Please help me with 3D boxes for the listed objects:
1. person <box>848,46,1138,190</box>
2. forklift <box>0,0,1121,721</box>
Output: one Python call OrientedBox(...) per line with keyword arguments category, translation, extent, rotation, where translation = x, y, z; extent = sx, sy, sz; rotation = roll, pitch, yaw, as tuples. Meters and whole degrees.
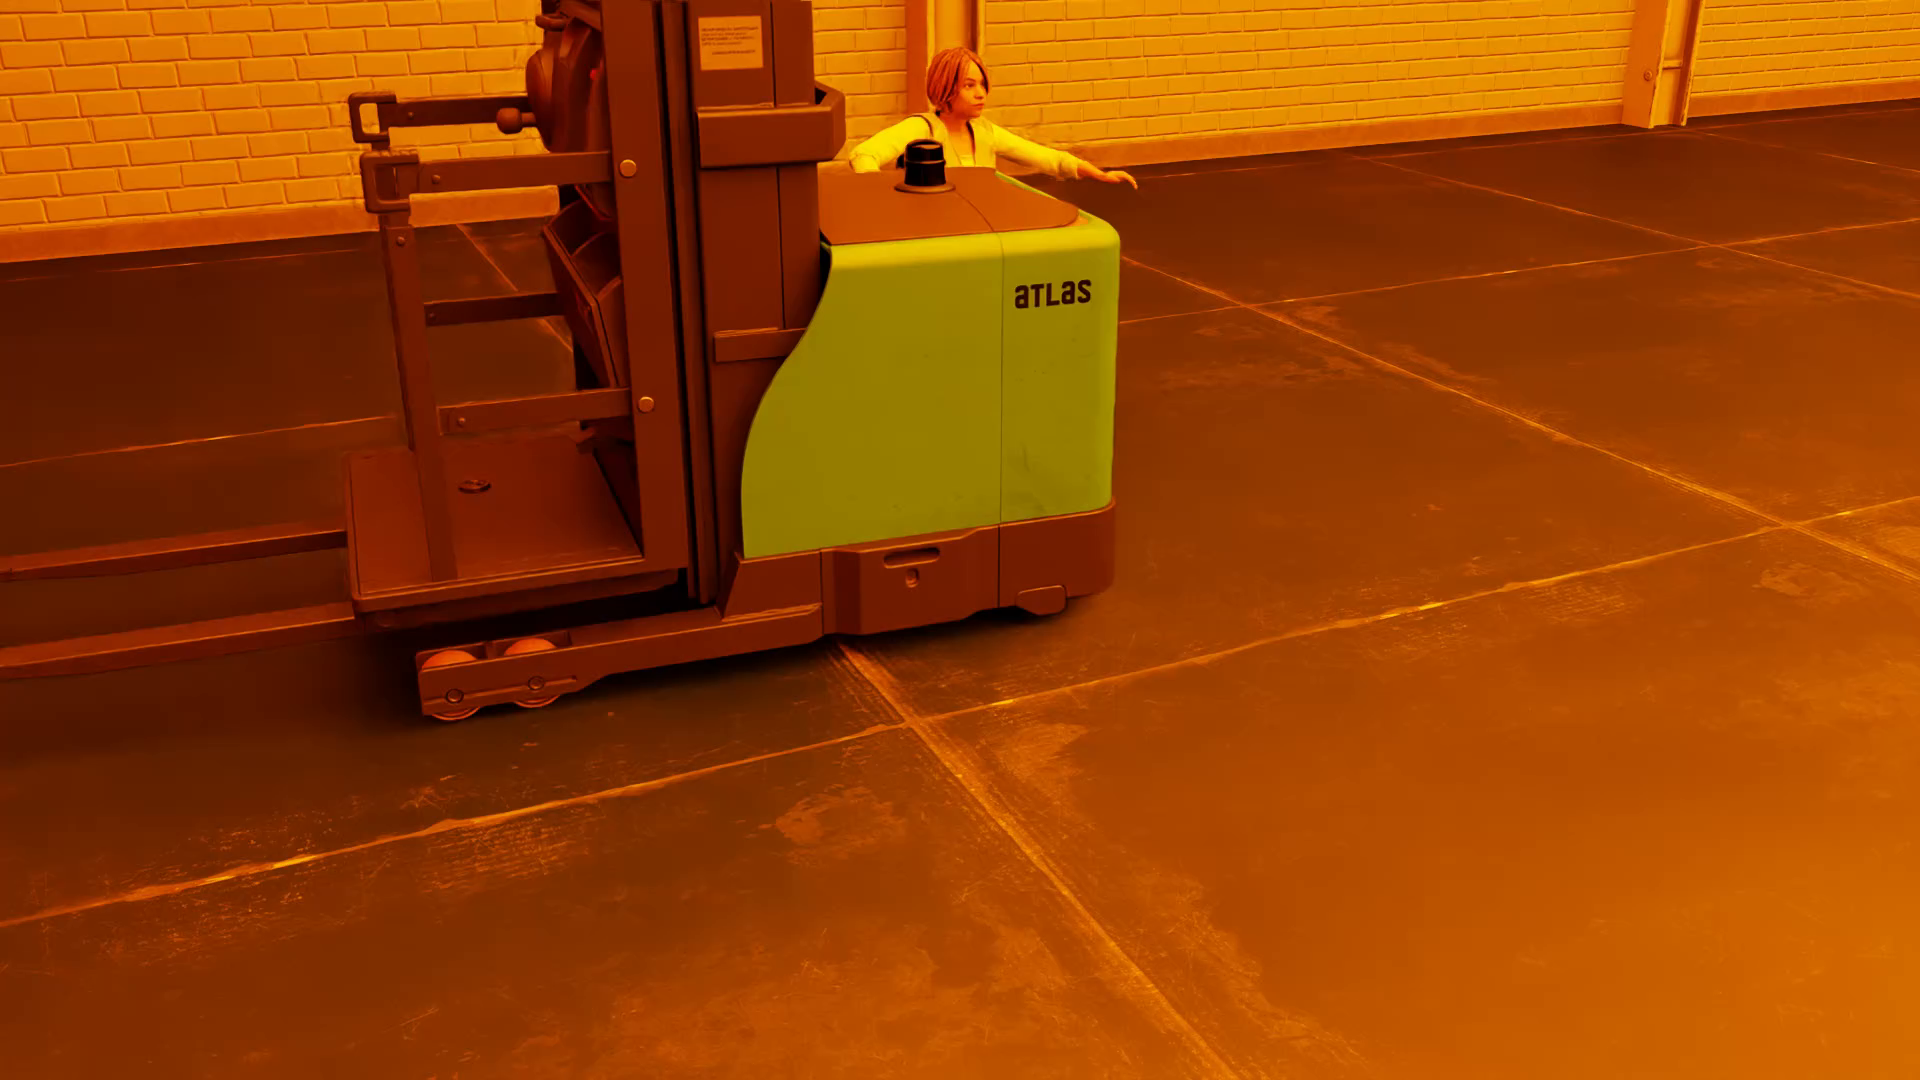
OrientedBox(category="person", translation=(0.097, -0.870, 5.394), extent=(0.754, 1.365, 0.906), rotation=(20, 30, 40))
OrientedBox(category="forklift", translation=(-1.144, -1.143, 4.036), extent=(3.031, 2.935, 1.130), rotation=(-8, 24, -18))
